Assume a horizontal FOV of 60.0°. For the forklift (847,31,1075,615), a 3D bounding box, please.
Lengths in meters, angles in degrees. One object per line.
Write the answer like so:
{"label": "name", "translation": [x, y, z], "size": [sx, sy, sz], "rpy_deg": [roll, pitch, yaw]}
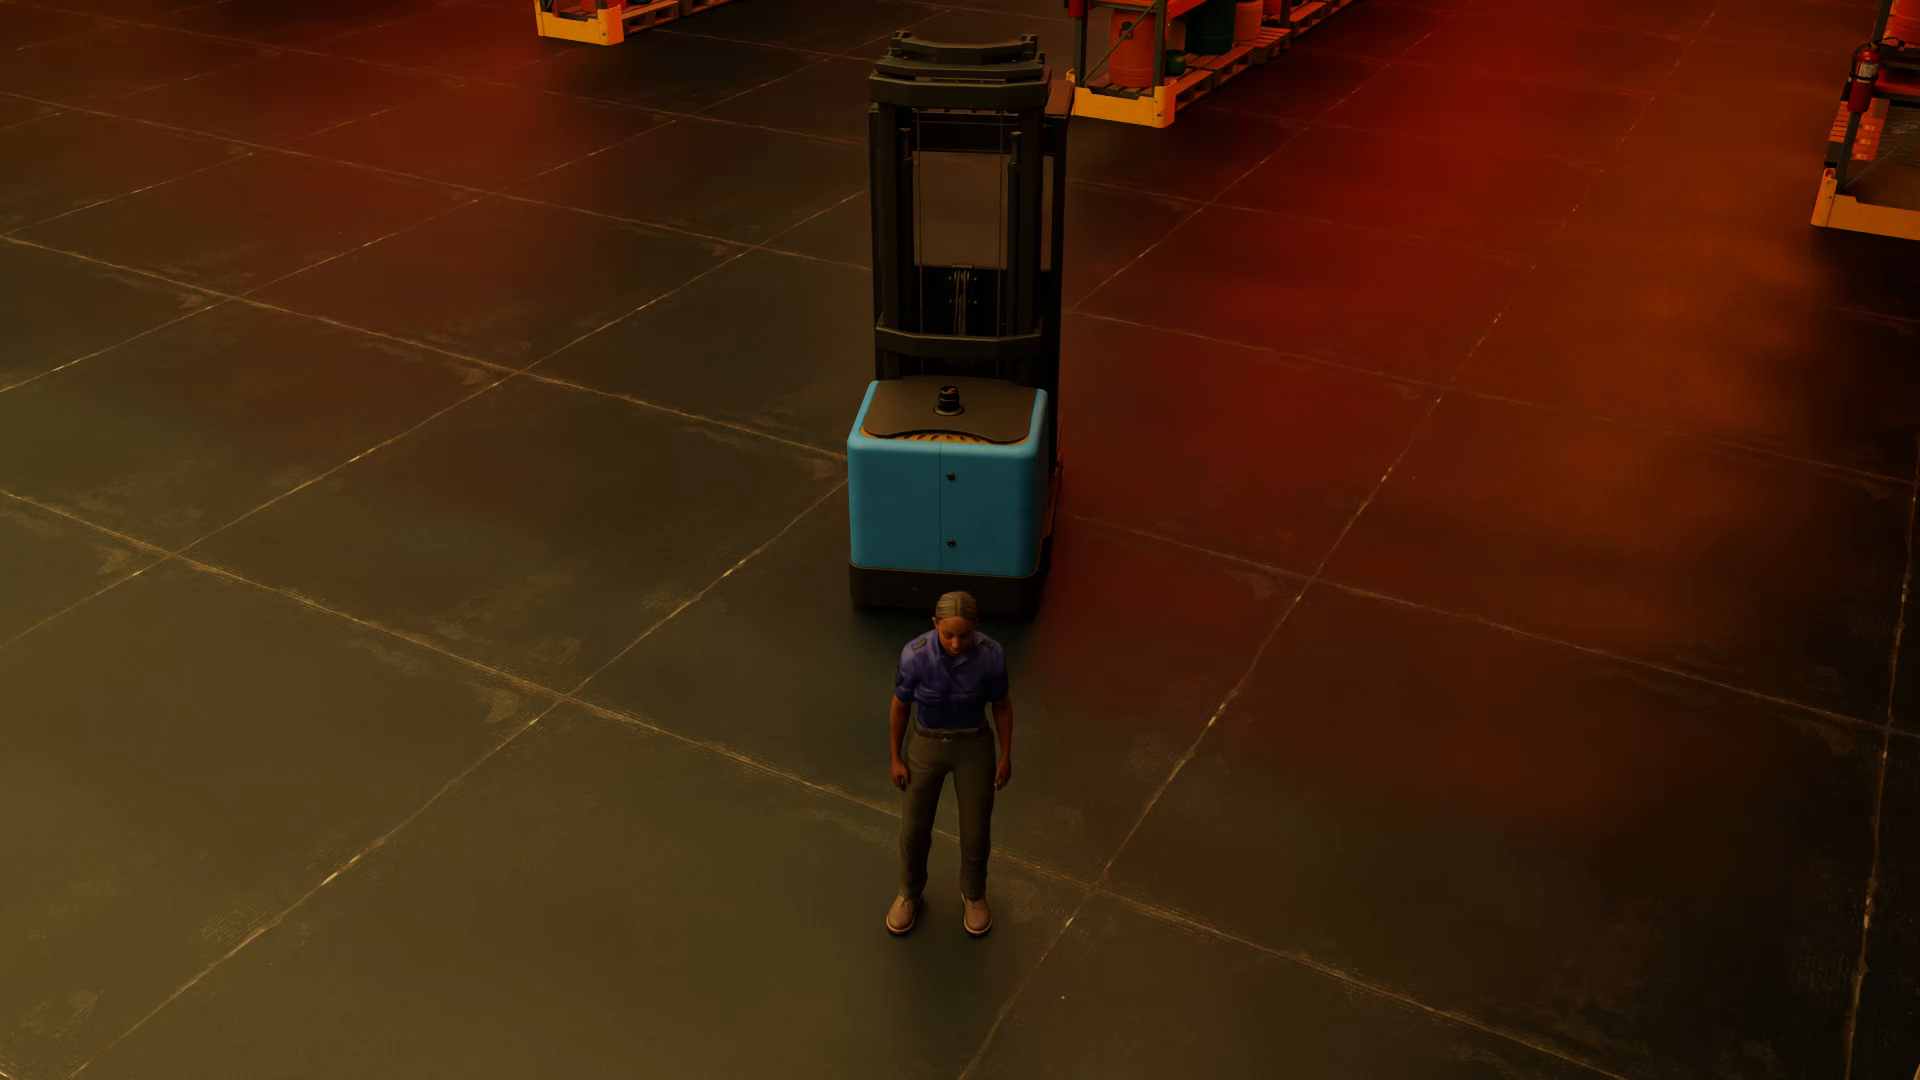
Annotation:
{"label": "forklift", "translation": [0.072, -1.572, 9.794], "size": [1.130, 2.935, 3.031], "rpy_deg": [3, 30, 6]}

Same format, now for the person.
{"label": "person", "translation": [-0.050, 0.890, 6.808], "size": [0.532, 1.655, 0.348], "rpy_deg": [0, 30, -1]}
